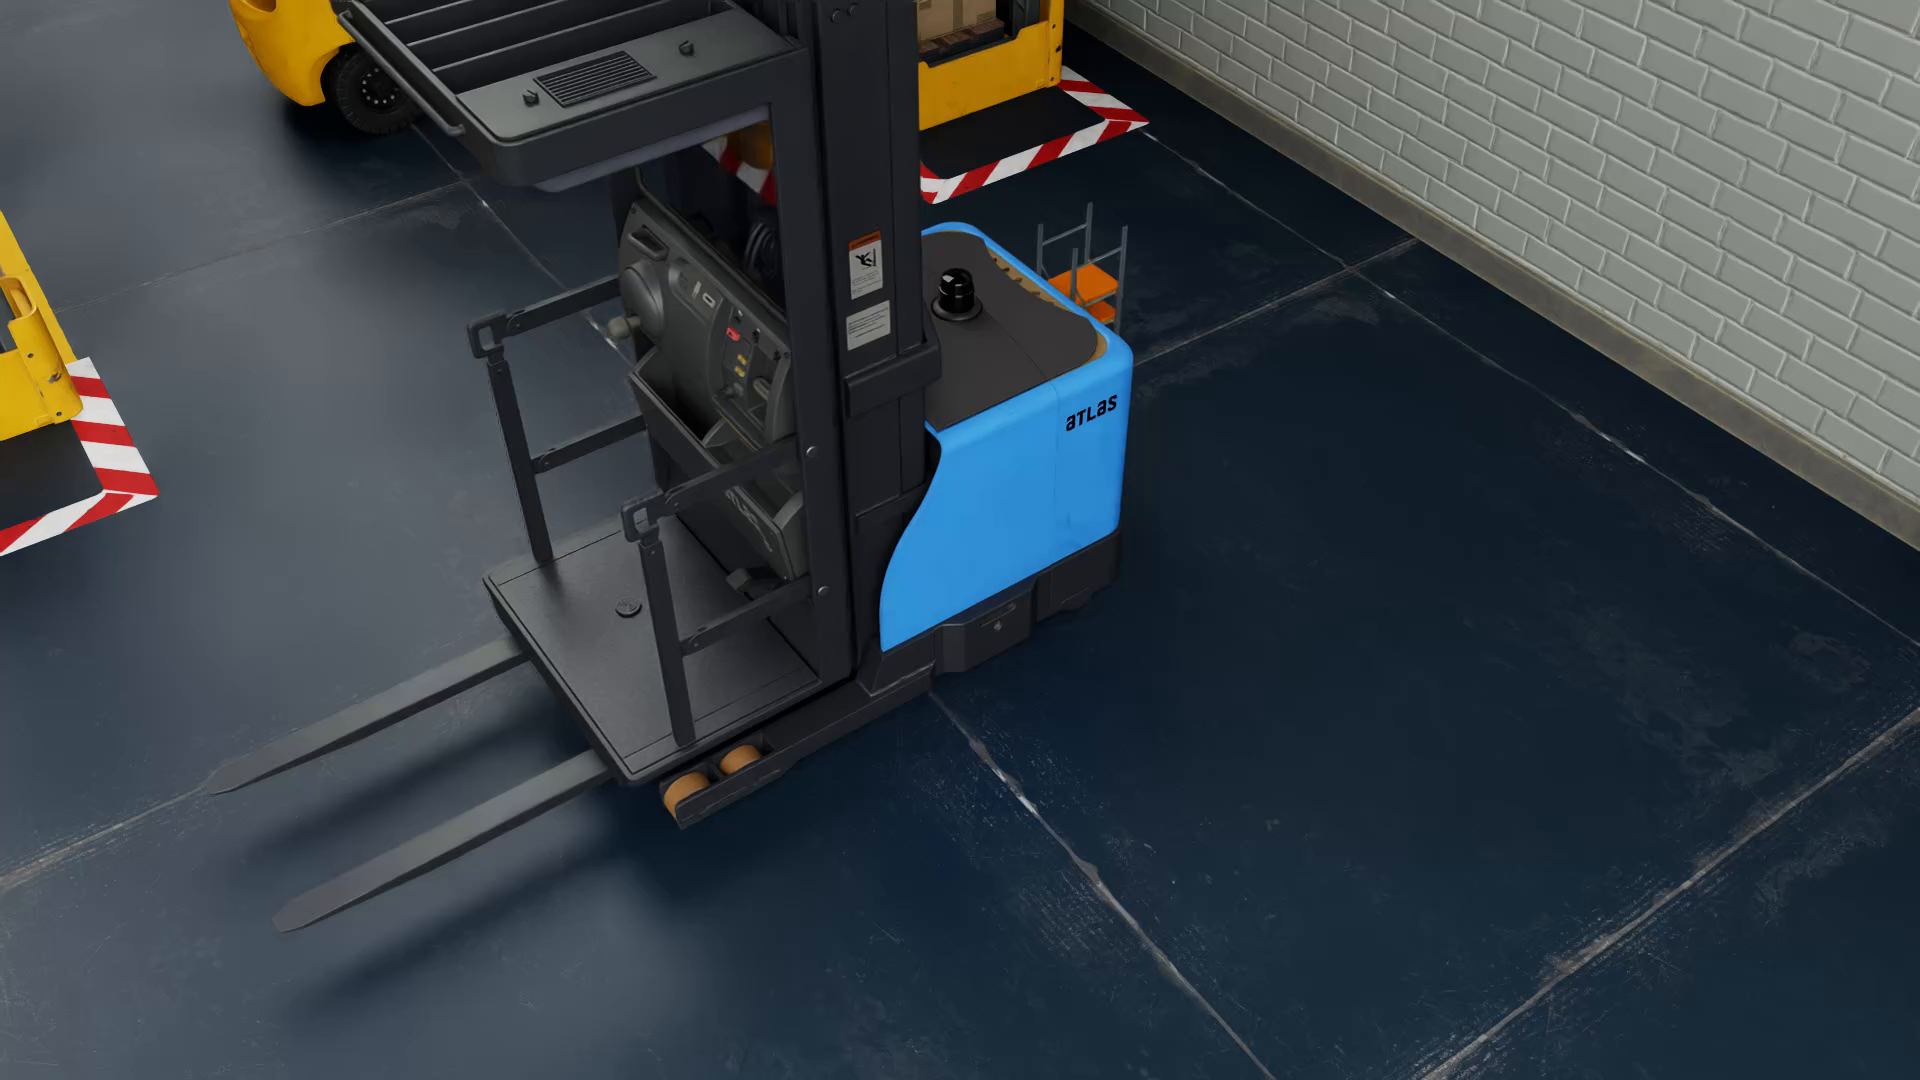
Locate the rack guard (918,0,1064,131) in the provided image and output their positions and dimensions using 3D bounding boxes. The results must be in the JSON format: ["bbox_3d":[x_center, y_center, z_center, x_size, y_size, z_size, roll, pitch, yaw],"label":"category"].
[{"bbox_3d":[-0.018,-2.472,8.478,1.175,0.500,0.348,-26,49,-24],"label":"rack guard"}]

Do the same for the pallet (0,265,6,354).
[{"bbox_3d":[-4.581,-0.936,7.077,1.003,0.211,1.213,-26,49,-24],"label":"pallet"}]

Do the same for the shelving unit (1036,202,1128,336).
[{"bbox_3d":[0.416,-0.630,6.041,0.258,1.200,0.189,-28,50,-26],"label":"shelving unit"}]

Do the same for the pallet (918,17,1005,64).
[{"bbox_3d":[-0.504,-2.798,9.028,1.003,0.211,1.213,-26,49,-24],"label":"pallet"}]

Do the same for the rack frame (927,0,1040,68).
[{"bbox_3d":[-0.032,-3.390,7.629,1.000,3.000,0.127,-26,49,-24],"label":"rack frame"}]

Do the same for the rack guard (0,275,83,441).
[{"bbox_3d":[-4.145,-0.566,6.481,1.175,0.500,0.348,-26,49,-24],"label":"rack guard"}]

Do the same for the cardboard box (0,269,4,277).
[{"bbox_3d":[-4.336,-1.151,6.970,0.500,0.250,0.500,-26,49,-25],"label":"cardboard box"}]

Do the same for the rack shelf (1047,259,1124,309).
[{"bbox_3d":[0.416,-0.859,5.823,0.258,0.103,0.180,-28,50,-26],"label":"rack shelf"}]

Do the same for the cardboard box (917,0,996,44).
[{"bbox_3d":[-0.153,-2.903,8.806,0.500,0.250,0.500,-26,49,-24],"label":"cardboard box"}]

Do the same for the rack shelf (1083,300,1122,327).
[{"bbox_3d":[0.416,-0.772,5.906,0.258,0.103,0.180,-28,50,-26],"label":"rack shelf"}]

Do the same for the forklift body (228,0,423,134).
[{"bbox_3d":[-2.613,-3.436,8.292,2.313,2.155,1.214,-26,49,-24],"label":"forklift body"}]

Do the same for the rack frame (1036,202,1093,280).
[{"bbox_3d":[0.361,-0.681,6.094,0.240,1.200,0.006,-28,50,-26],"label":"rack frame"}]

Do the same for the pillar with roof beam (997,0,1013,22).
[{"bbox_3d":[-3.222,-4.610,4.562,9.100,9.000,0.400,-26,49,-24],"label":"pillar with roof beam"}]

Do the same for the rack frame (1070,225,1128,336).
[{"bbox_3d":[0.471,-0.580,5.989,0.240,1.200,0.006,-28,50,-26],"label":"rack frame"}]

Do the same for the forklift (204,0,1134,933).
[{"bbox_3d":[-0.916,-0.573,4.728,3.031,2.935,1.130,-26,50,-25],"label":"forklift"}]

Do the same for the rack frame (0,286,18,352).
[{"bbox_3d":[-4.101,-1.427,5.573,1.000,3.000,0.127,-26,49,-24],"label":"rack frame"}]
